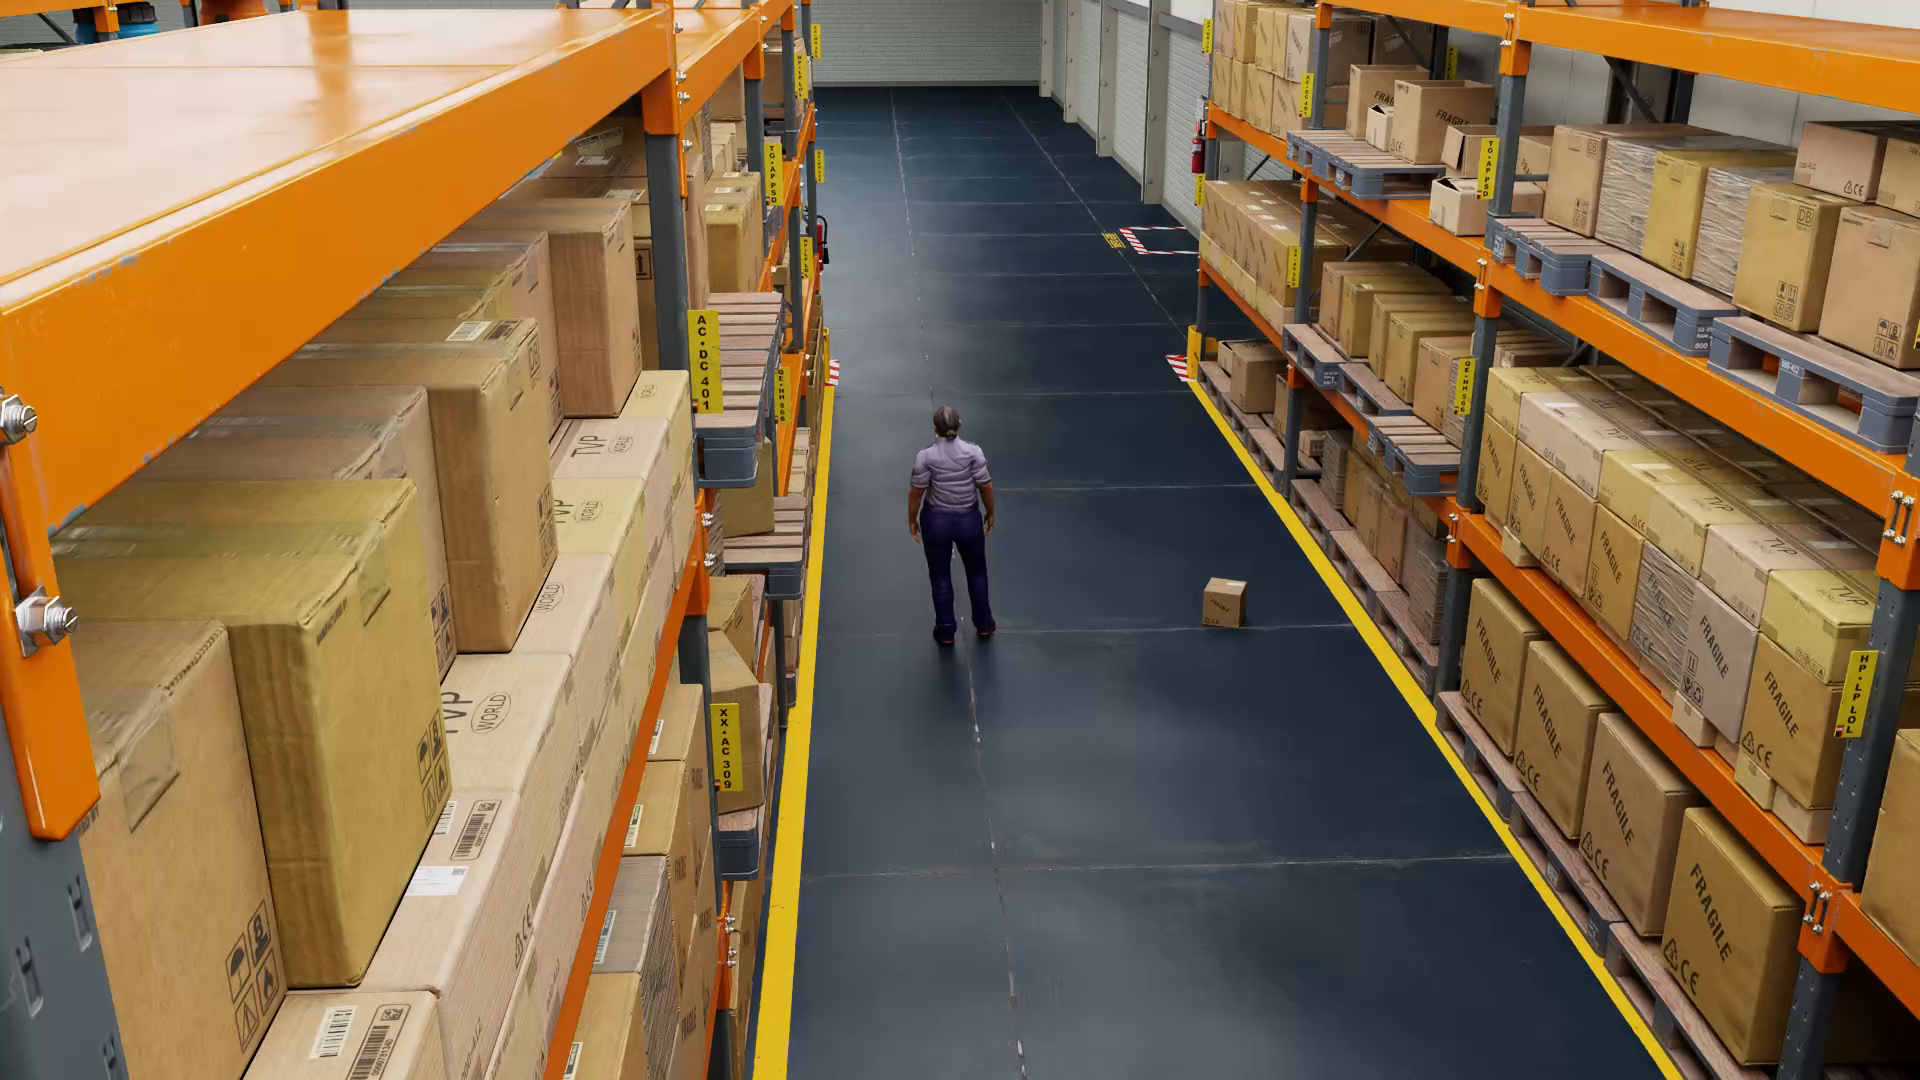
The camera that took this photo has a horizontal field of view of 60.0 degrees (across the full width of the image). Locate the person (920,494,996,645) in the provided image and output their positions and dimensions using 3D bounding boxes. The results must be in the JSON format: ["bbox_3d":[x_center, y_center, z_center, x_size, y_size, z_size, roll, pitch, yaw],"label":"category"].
[{"bbox_3d":[0.004,0.161,11.027,0.502,1.028,0.461,-1,21,-4],"label":"person"}]
